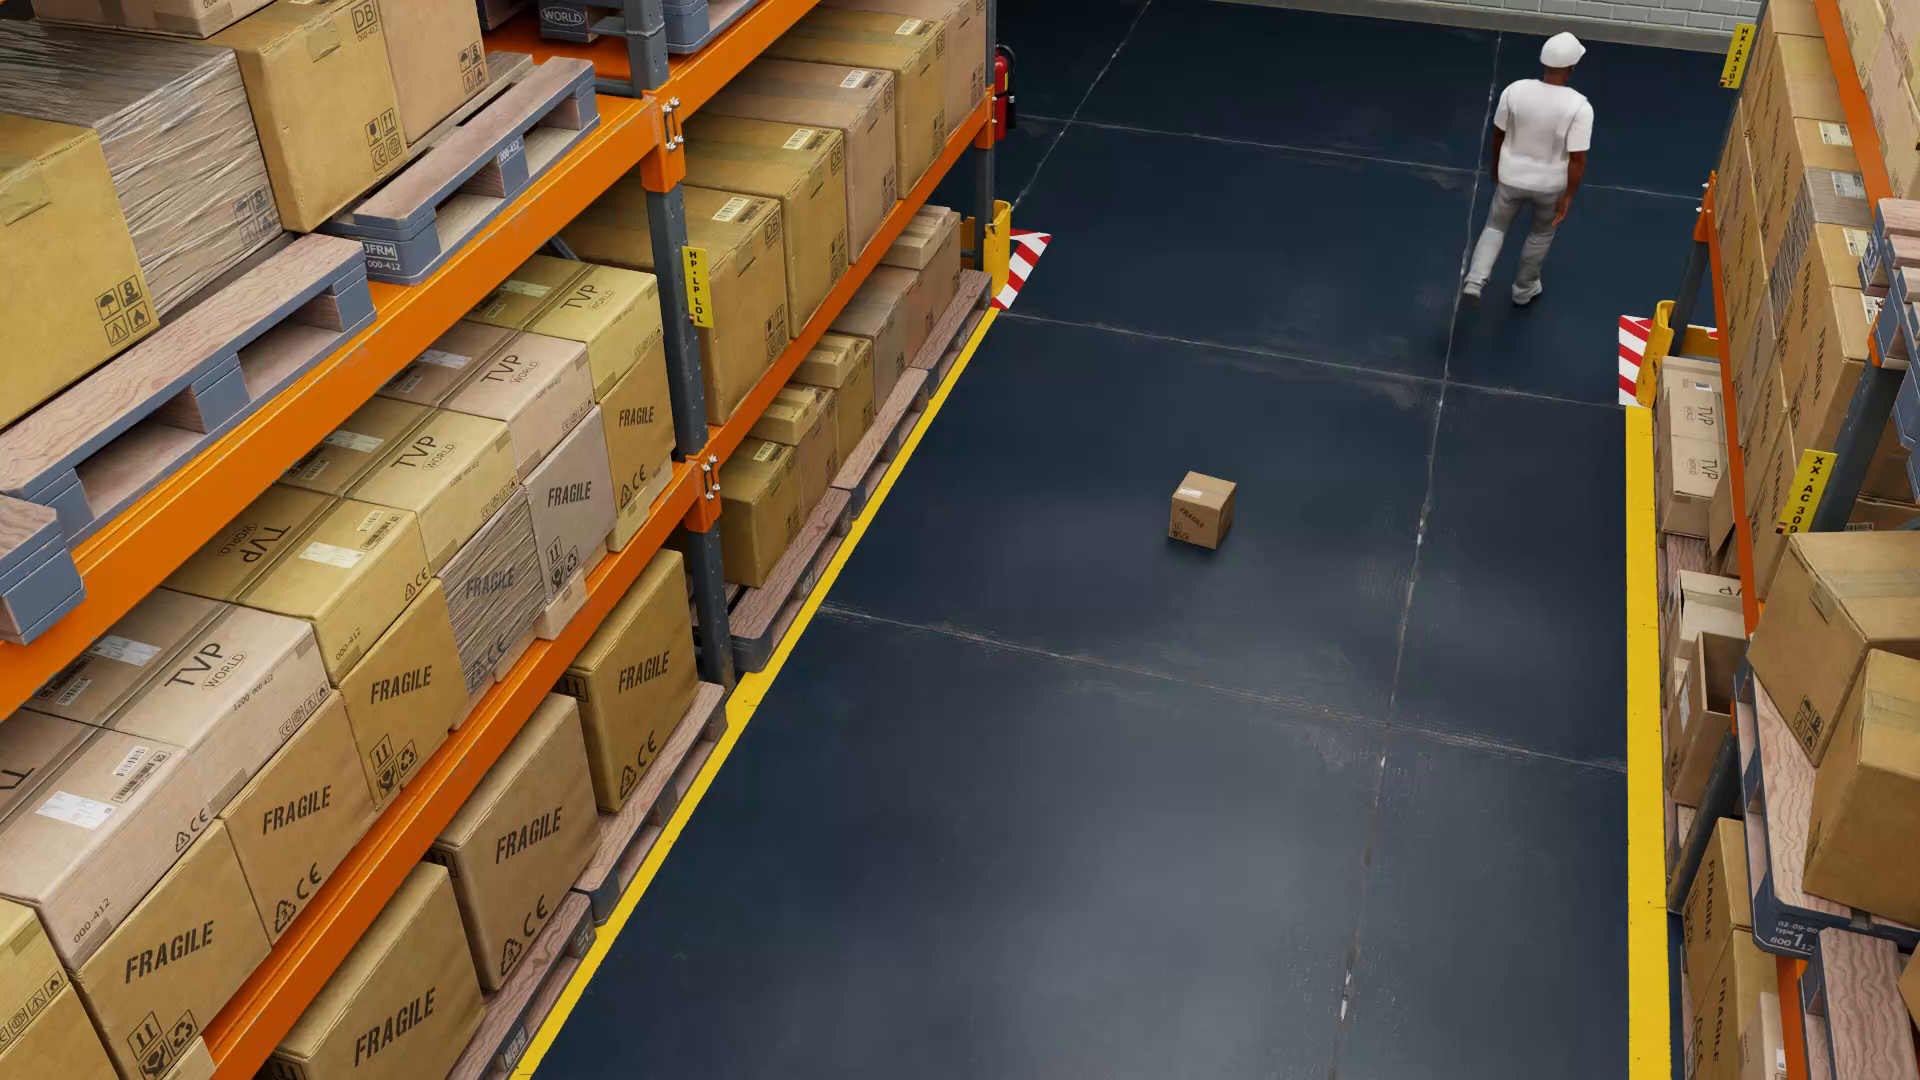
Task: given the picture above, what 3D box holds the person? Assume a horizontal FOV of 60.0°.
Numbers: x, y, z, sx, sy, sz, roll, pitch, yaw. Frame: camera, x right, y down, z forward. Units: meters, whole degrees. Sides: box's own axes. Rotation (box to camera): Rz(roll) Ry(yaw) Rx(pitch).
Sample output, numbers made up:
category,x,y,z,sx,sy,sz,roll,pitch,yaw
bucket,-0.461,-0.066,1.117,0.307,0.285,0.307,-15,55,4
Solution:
category,x,y,z,sx,sy,sz,roll,pitch,yaw
person,3.334,-2.105,9.672,0.569,1.739,0.842,20,41,25
